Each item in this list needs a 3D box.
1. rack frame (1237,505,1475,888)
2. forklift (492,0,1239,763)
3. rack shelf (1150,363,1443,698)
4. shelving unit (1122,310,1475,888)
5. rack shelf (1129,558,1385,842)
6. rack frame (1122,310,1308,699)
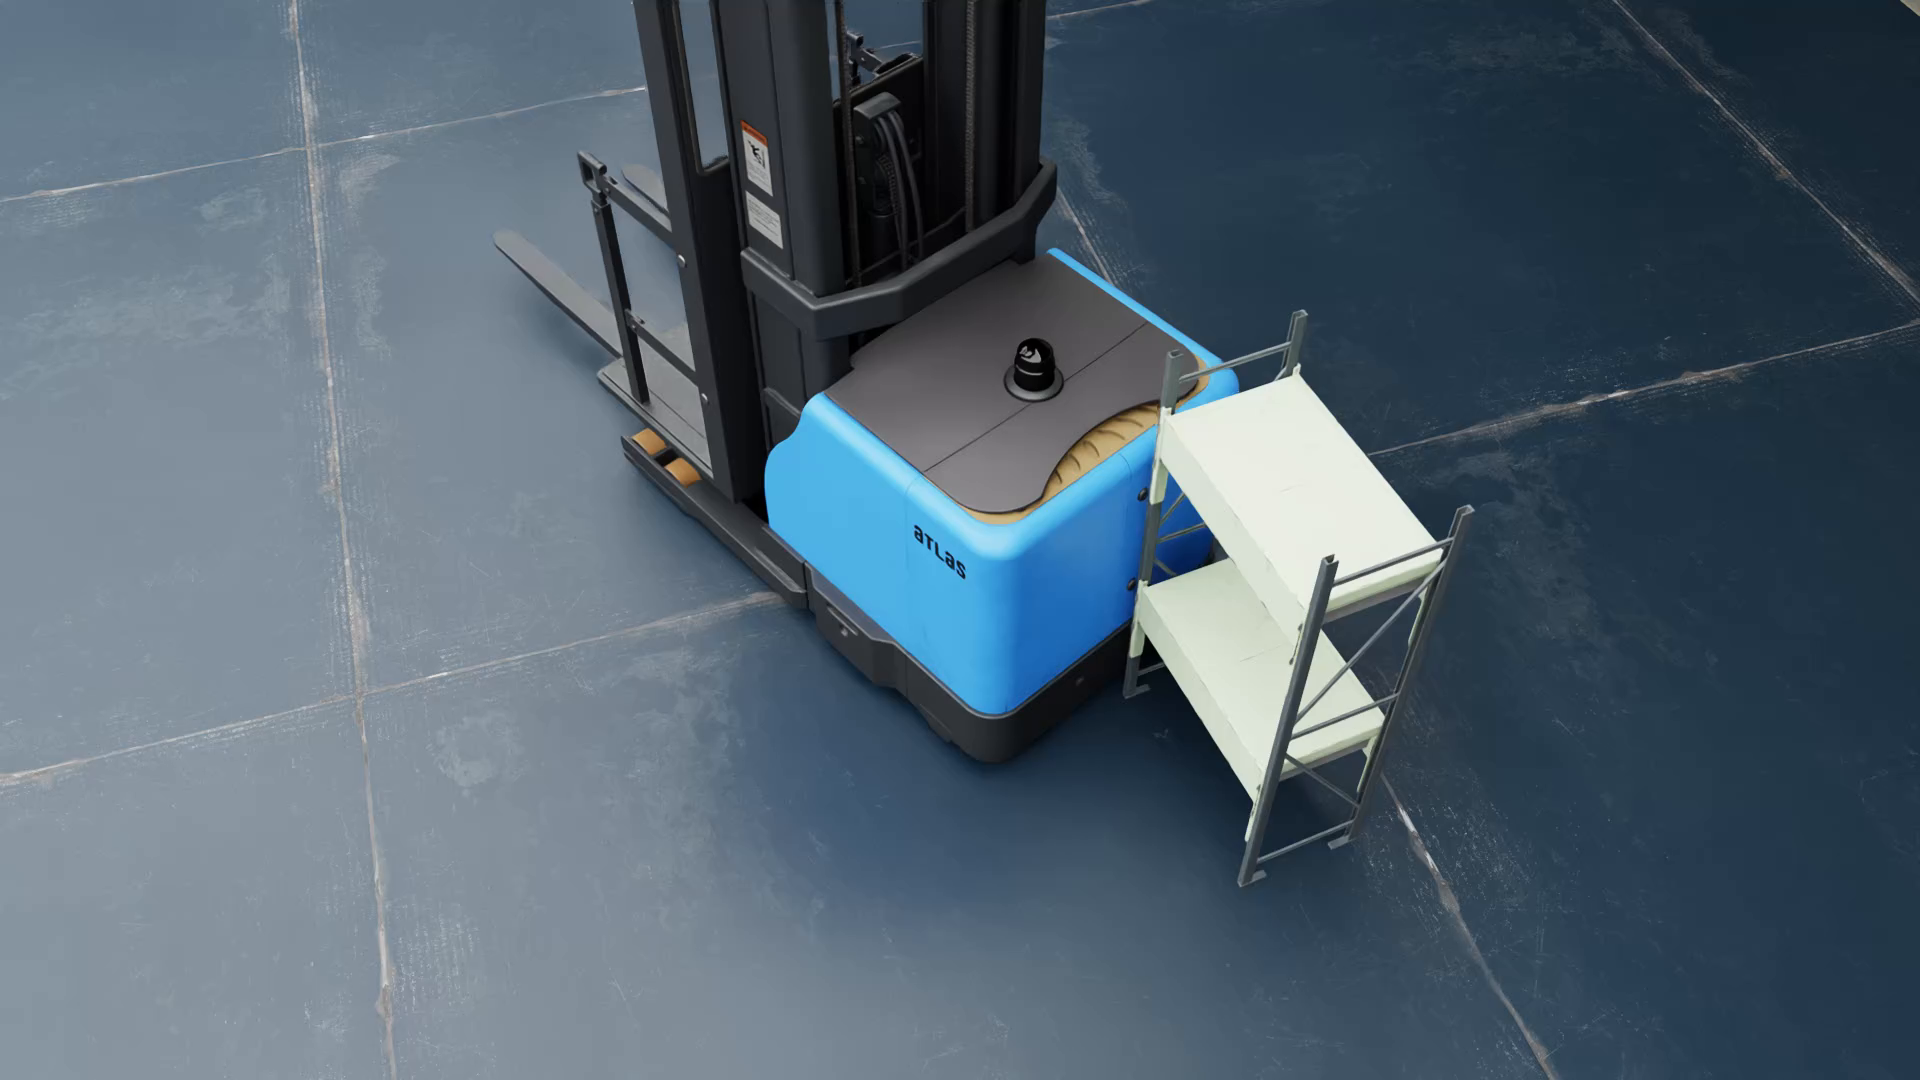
[{"bbox_3d":[1.004,0.470,4.373,0.400,1.500,0.023,-19,52,-15],"label":"rack frame"},{"bbox_3d":[-0.548,-1.307,4.935,1.130,2.935,3.031,-35,58,-26],"label":"forklift"},{"bbox_3d":[0.856,-0.038,4.290,0.431,0.370,0.720,-19,52,-15],"label":"rack shelf"},{"bbox_3d":[0.856,0.214,4.589,0.431,1.500,0.755,-19,52,-15],"label":"shelving unit"},{"bbox_3d":[0.856,0.424,4.838,0.431,0.370,0.720,-19,52,-15],"label":"rack shelf"},{"bbox_3d":[0.708,-0.043,4.804,0.400,1.500,0.023,-19,52,-15],"label":"rack frame"}]
